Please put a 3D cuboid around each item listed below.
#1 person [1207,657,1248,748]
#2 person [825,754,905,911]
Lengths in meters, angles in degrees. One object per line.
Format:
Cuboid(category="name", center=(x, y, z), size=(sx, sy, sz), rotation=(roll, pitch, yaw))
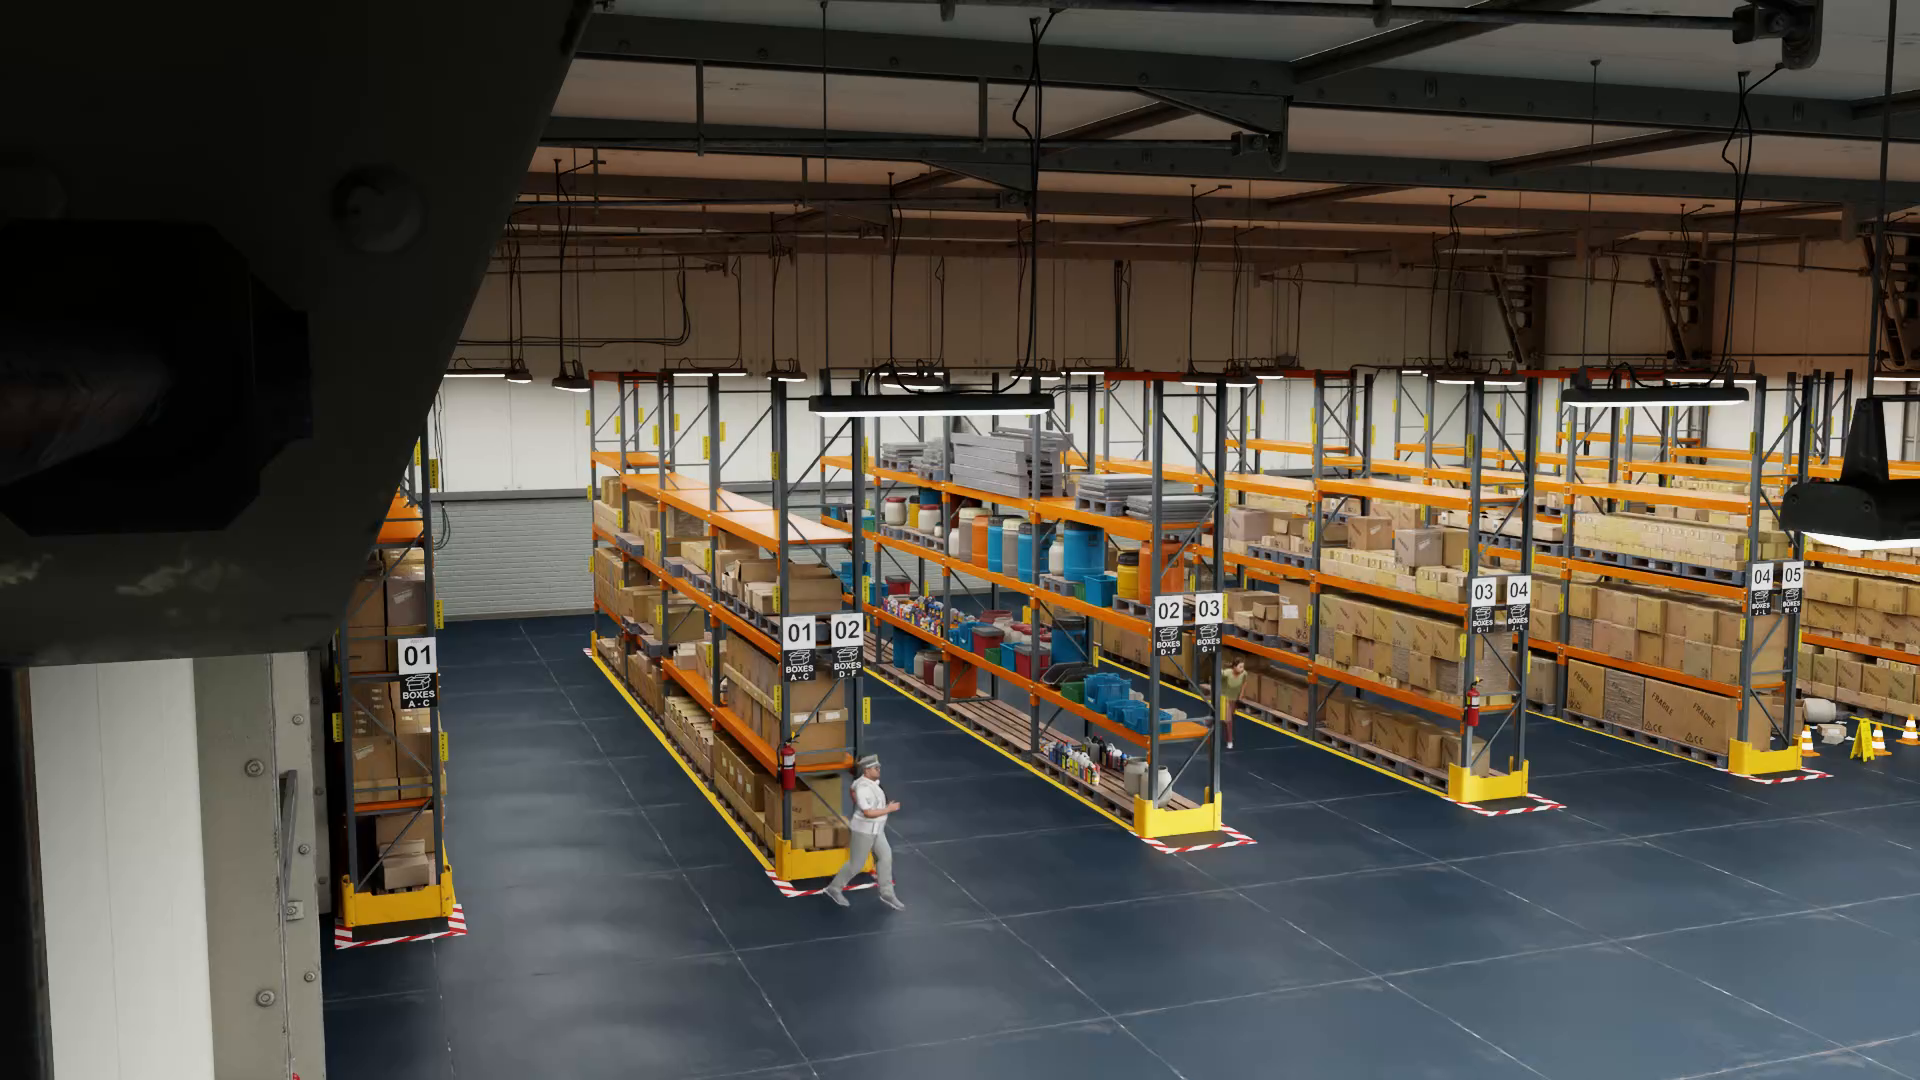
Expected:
Cuboid(category="person", center=(4.326, 2.591, 27.003), size=(0.587, 1.518, 0.963), rotation=(-2, 7, -21))
Cuboid(category="person", center=(-1.084, 3.333, 18.939), size=(0.915, 1.805, 0.641), rotation=(1, 7, 11))
